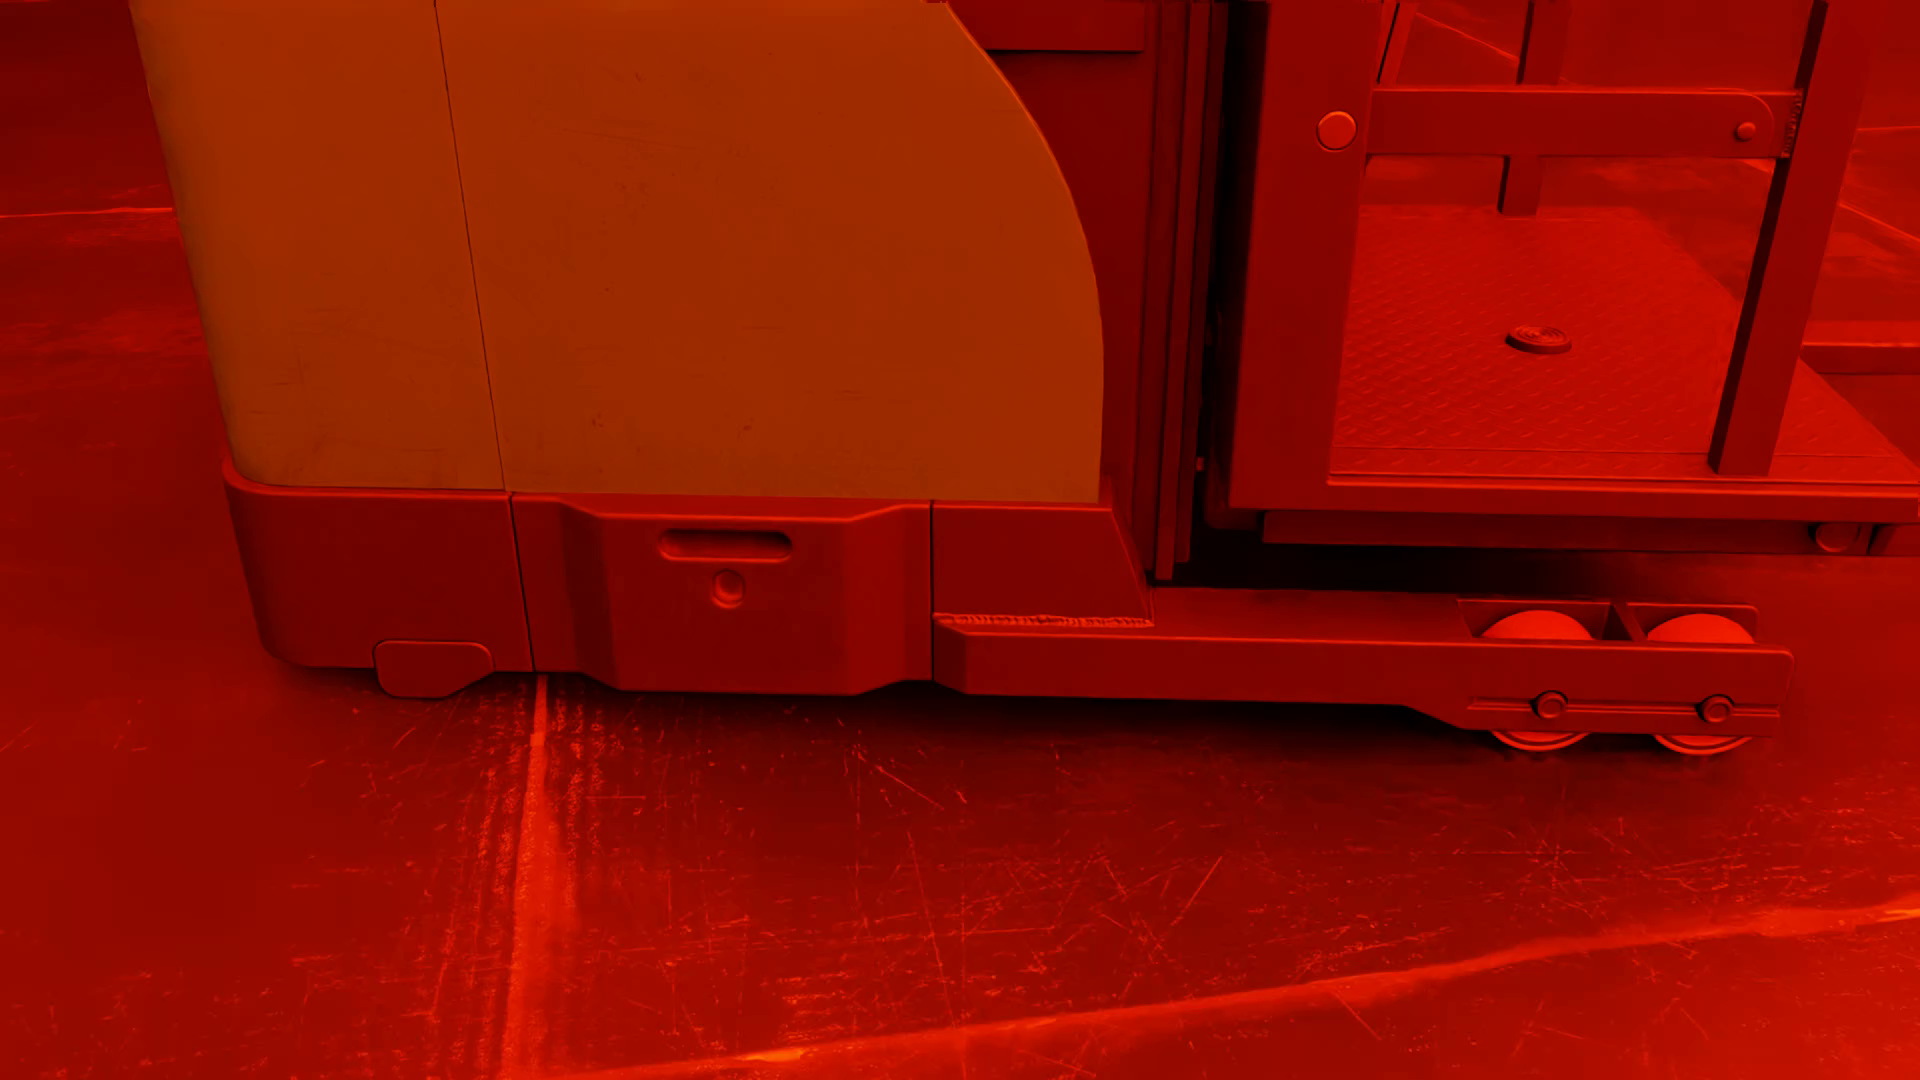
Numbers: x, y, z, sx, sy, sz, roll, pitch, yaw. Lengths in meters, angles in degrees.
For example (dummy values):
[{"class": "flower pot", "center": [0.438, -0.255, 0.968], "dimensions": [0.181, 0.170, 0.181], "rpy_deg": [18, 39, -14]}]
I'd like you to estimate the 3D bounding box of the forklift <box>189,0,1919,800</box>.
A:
[{"class": "forklift", "center": [0.606, -1.393, 1.998], "dimensions": [3.031, 2.935, 1.130], "rpy_deg": [-8, 29, -15]}]
